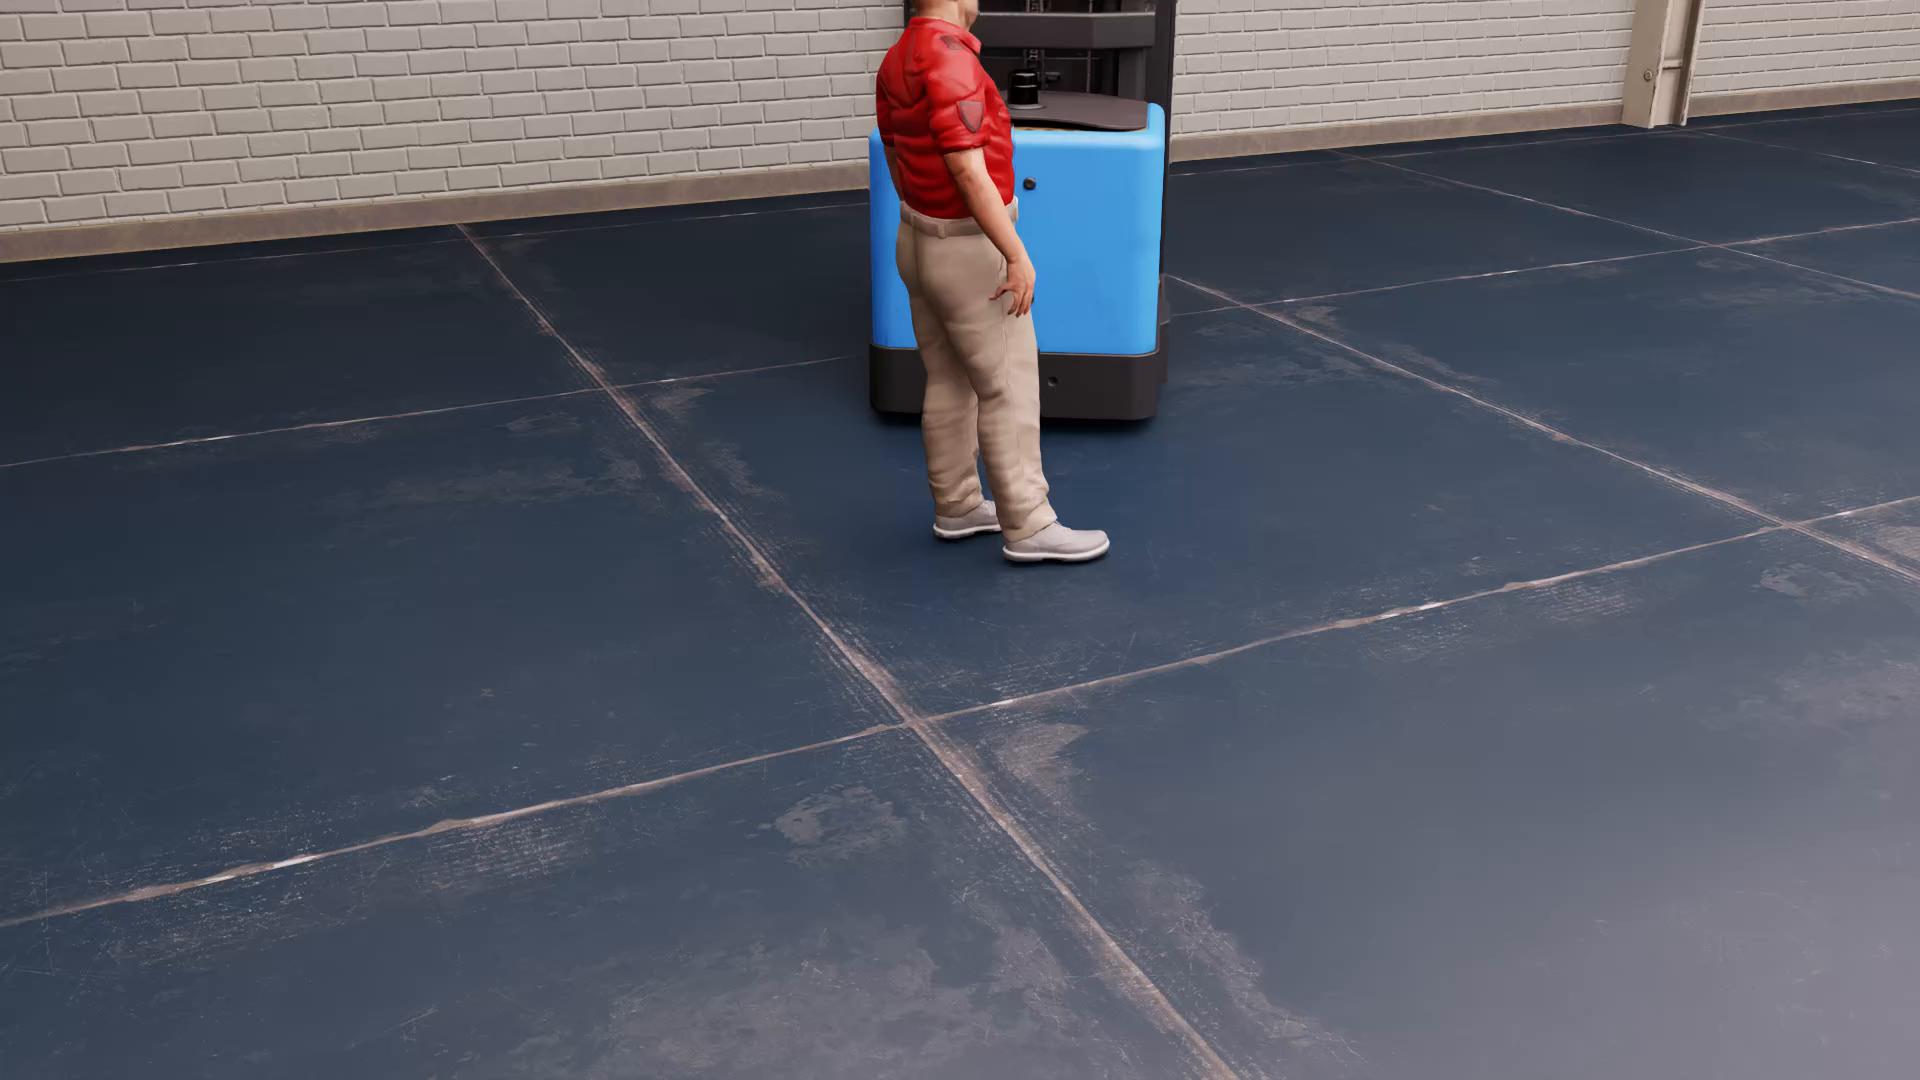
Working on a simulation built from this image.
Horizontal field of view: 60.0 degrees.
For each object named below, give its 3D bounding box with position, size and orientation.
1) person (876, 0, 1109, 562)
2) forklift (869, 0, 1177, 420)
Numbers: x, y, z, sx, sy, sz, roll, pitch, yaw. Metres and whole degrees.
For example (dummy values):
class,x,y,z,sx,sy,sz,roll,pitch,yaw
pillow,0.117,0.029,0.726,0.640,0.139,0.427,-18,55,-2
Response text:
class,x,y,z,sx,sy,sz,roll,pitch,yaw
person,0.086,-0.816,4.798,0.550,1.728,0.641,-10,25,-23
forklift,0.347,-2.309,6.845,1.130,2.935,3.031,2,23,6
